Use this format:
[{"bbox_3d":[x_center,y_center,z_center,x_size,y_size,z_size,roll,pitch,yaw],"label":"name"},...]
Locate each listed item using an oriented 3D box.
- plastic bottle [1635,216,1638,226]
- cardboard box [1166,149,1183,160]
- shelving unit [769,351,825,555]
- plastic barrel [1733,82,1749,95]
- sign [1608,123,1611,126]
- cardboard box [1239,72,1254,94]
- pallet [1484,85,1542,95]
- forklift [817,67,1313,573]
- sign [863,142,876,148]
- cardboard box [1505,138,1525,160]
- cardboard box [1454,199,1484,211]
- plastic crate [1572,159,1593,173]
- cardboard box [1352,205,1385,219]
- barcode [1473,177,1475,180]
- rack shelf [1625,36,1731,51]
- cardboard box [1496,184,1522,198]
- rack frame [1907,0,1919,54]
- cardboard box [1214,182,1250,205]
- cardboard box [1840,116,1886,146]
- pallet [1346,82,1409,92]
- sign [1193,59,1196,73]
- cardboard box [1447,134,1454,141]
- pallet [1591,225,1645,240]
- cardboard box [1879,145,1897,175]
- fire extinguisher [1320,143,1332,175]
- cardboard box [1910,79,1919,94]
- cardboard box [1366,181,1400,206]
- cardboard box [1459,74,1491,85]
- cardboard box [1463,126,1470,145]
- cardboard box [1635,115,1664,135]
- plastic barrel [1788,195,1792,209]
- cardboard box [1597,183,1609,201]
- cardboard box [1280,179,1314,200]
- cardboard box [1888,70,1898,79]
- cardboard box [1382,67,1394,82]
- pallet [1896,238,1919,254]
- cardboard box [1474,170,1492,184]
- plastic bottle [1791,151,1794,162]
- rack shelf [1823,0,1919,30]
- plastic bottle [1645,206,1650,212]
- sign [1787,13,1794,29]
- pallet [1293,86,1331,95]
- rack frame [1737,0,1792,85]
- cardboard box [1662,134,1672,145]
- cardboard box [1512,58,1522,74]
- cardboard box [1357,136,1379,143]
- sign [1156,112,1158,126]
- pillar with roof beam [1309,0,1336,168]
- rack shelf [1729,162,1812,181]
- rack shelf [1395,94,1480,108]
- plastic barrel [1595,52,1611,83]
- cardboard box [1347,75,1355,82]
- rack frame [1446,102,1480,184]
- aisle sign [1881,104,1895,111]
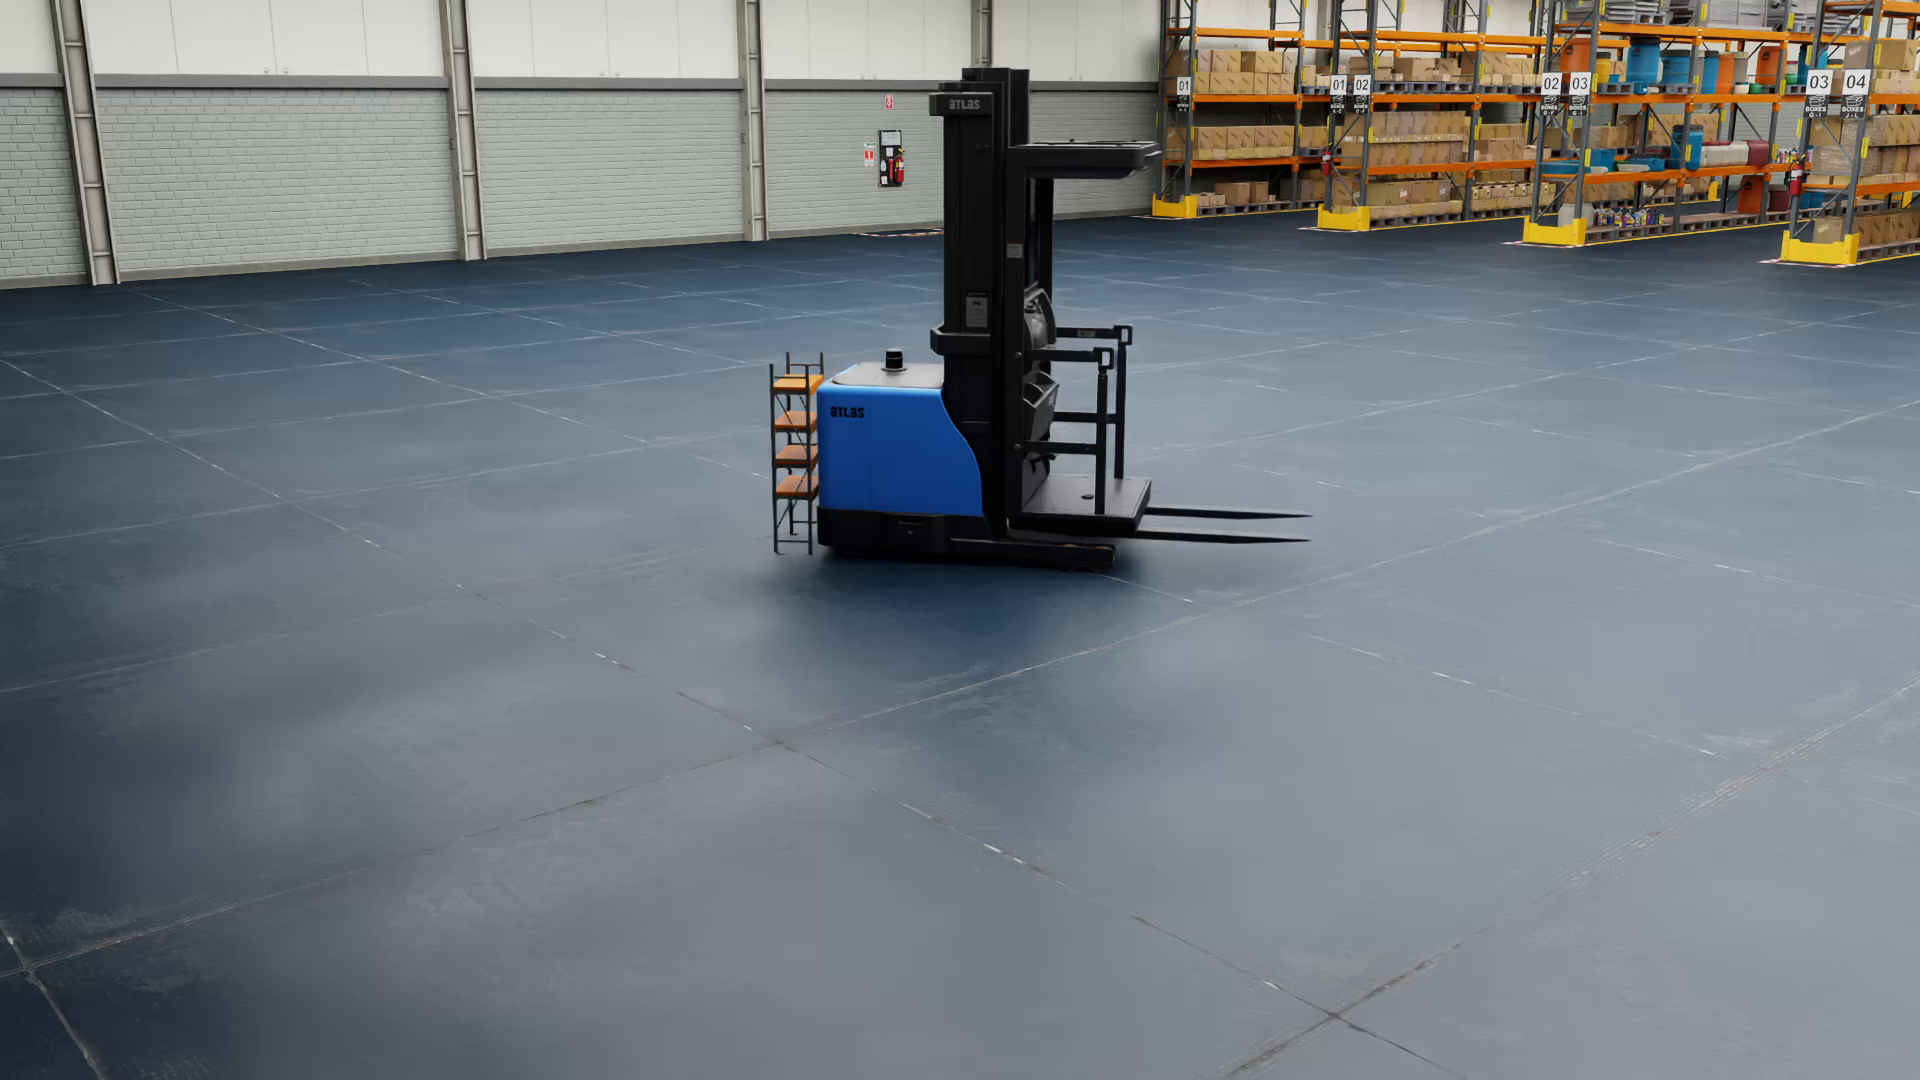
[{"bbox_3d":[13.686,-6.458,33.686,0.097,0.201,0.097,0,15,0],"label":"plastic bottle"},{"bbox_3d":[5.271,-9.208,39.660,0.500,0.250,0.500,-12,19,-39],"label":"cardboard box"},{"bbox_3d":[-1.015,-0.552,10.490,0.258,1.200,0.503,2,15,6],"label":"shelving unit"},{"bbox_3d":[16.778,-9.702,35.713,0.301,0.262,0.301,0,15,0],"label":"plastic barrel"},{"bbox_3d":[16.991,-10.745,43.487,0.005,0.325,0.100,-13,19,-39],"label":"sign"},{"bbox_3d":[6.670,-10.936,39.835,0.500,0.500,0.500,-11,19,-36],"label":"cardboard box"},{"bbox_3d":[13.041,-10.581,39.102,1.213,0.211,1.003,-12,19,-37],"label":"pallet"},{"bbox_3d":[0.679,-1.365,10.181,3.031,2.935,1.130,3,15,11],"label":"forklift"},{"bbox_3d":[-1.885,-8.212,34.583,0.331,0.109,0.001,-13,19,-39],"label":"sign"},{"bbox_3d":[13.081,-9.306,39.582,0.500,0.500,0.500,-14,20,-42],"label":"cardboard box"},{"bbox_3d":[11.785,-7.762,38.510,0.500,0.250,0.500,-13,20,-41],"label":"cardboard box"},{"bbox_3d":[12.224,-7.405,32.948,0.408,0.251,0.499,-13,19,-39],"label":"plastic crate"},{"bbox_3d":[8.851,-7.112,36.076,0.500,0.250,0.500,-13,19,-39],"label":"cardboard box"},{"bbox_3d":[11.784,-8.298,38.135,0.075,0.075,0.001,-13,19,-39],"label":"barcode"},{"bbox_3d":[18.862,-13.111,43.796,4.000,0.370,1.077,-13,19,-39],"label":"rack shelf"},{"bbox_3d":[12.952,-8.295,39.419,0.500,0.311,0.500,-12,19,-38],"label":"cardboard box"},{"bbox_3d":[17.818,-9.837,30.138,0.127,3.000,1.000,-13,19,-39],"label":"rack frame"},{"bbox_3d":[6.643,-8.469,40.635,0.500,0.500,0.700,-14,21,-43],"label":"cardboard box"},{"bbox_3d":[15.395,-6.976,28.345,0.500,0.500,0.500,-13,19,-39],"label":"cardboard box"},{"bbox_3d":[8.851,-9.711,35.652,1.213,0.211,1.003,-13,19,-39],"label":"pallet"},{"bbox_3d":[5.402,-10.919,38.311,0.005,0.325,0.100,-13,19,-39],"label":"sign"},{"bbox_3d":[10.870,-9.055,37.386,0.250,0.149,0.380,-13,20,-41],"label":"cardboard box"},{"bbox_3d":[13.112,-6.242,33.709,1.213,0.211,1.003,-13,19,-39],"label":"pallet"},{"bbox_3d":[15.938,-6.725,29.343,0.500,0.500,0.875,-13,19,-39],"label":"cardboard box"},{"bbox_3d":[7.907,-8.223,35.871,0.183,0.674,0.296,-13,19,-39],"label":"fire extinguisher"},{"bbox_3d":[16.485,-7.929,29.101,0.500,0.250,0.500,-12,19,-38],"label":"cardboard box"},{"bbox_3d":[9.227,-7.559,36.298,0.500,0.500,0.500,-13,19,-39],"label":"cardboard box"},{"bbox_3d":[11.789,-10.549,38.096,0.500,0.250,0.500,-10,18,-34],"label":"cardboard box"},{"bbox_3d":[13.916,-11.261,46.286,0.500,0.500,0.500,-13,20,-40],"label":"cardboard box"},{"bbox_3d":[17.893,-10.779,43.160,0.500,0.500,0.500,-12,19,-38],"label":"cardboard box"},{"bbox_3d":[19.162,-7.972,38.788,0.421,0.512,0.421,0,15,0],"label":"plastic barrel"},{"bbox_3d":[16.030,-8.835,42.003,0.500,0.500,0.500,-14,20,-41],"label":"cardboard box"},{"bbox_3d":[8.608,-8.964,42.487,0.500,0.500,0.700,-12,19,-38],"label":"cardboard box"},{"bbox_3d":[15.781,-7.956,28.427,0.250,0.149,0.380,-12,19,-37],"label":"cardboard box"},{"bbox_3d":[9.416,-10.207,36.425,0.500,0.311,0.500,-10,18,-33],"label":"cardboard box"},{"bbox_3d":[17.335,-5.470,30.820,1.213,0.211,1.003,-13,19,-39],"label":"pallet"},{"bbox_3d":[14.730,-10.288,47.484,0.500,0.500,0.700,-12,19,-39],"label":"cardboard box"},{"bbox_3d":[18.852,-8.683,37.692,0.097,0.271,0.097,0,15,0],"label":"plastic bottle"},{"bbox_3d":[16.310,-9.149,28.963,4.000,0.370,1.077,-13,19,-39],"label":"rack shelf"},{"bbox_3d":[14.176,-6.698,34.294,0.185,0.351,0.144,-13,19,-39],"label":"plastic bottle"},{"bbox_3d":[17.951,-11.217,35.930,0.005,0.325,0.100,-13,19,-39],"label":"sign"},{"bbox_3d":[8.599,-11.273,41.694,1.003,0.211,1.213,-13,19,-39],"label":"pallet"},{"bbox_3d":[17.584,-11.478,36.285,0.127,3.000,1.000,-13,19,-39],"label":"rack frame"},{"bbox_3d":[18.301,-10.392,43.647,0.500,0.500,0.500,-12,19,-38],"label":"cardboard box"},{"bbox_3d":[15.573,-13.416,47.180,0.500,0.500,0.500,-12,19,-39],"label":"cardboard box"},{"bbox_3d":[8.738,-8.576,35.593,0.250,0.149,0.380,-13,20,-40],"label":"cardboard box"},{"bbox_3d":[4.697,-9.977,39.433,0.005,0.325,0.100,-13,19,-39],"label":"sign"},{"bbox_3d":[12.359,-12.517,40.174,0.400,9.000,9.100,-13,19,-39],"label":"pillar with roof beam"},{"bbox_3d":[19.093,-8.571,38.420,4.000,0.370,1.077,-13,19,-39],"label":"rack shelf"},{"bbox_3d":[12.590,-11.949,45.254,4.000,0.370,1.077,-13,19,-39],"label":"rack shelf"},{"bbox_3d":[12.326,-9.186,32.335,0.600,0.588,0.600,0,15,0],"label":"plastic barrel"},{"bbox_3d":[10.042,-11.816,43.122,0.637,0.503,0.797,-9,18,-32],"label":"cardboard box"},{"bbox_3d":[14.099,-11.186,46.816,0.127,3.000,1.000,-13,19,-39],"label":"rack frame"},{"bbox_3d":[23.479,-11.261,42.059,0.004,0.787,0.394,-13,19,-39],"label":"aisle sign"}]
